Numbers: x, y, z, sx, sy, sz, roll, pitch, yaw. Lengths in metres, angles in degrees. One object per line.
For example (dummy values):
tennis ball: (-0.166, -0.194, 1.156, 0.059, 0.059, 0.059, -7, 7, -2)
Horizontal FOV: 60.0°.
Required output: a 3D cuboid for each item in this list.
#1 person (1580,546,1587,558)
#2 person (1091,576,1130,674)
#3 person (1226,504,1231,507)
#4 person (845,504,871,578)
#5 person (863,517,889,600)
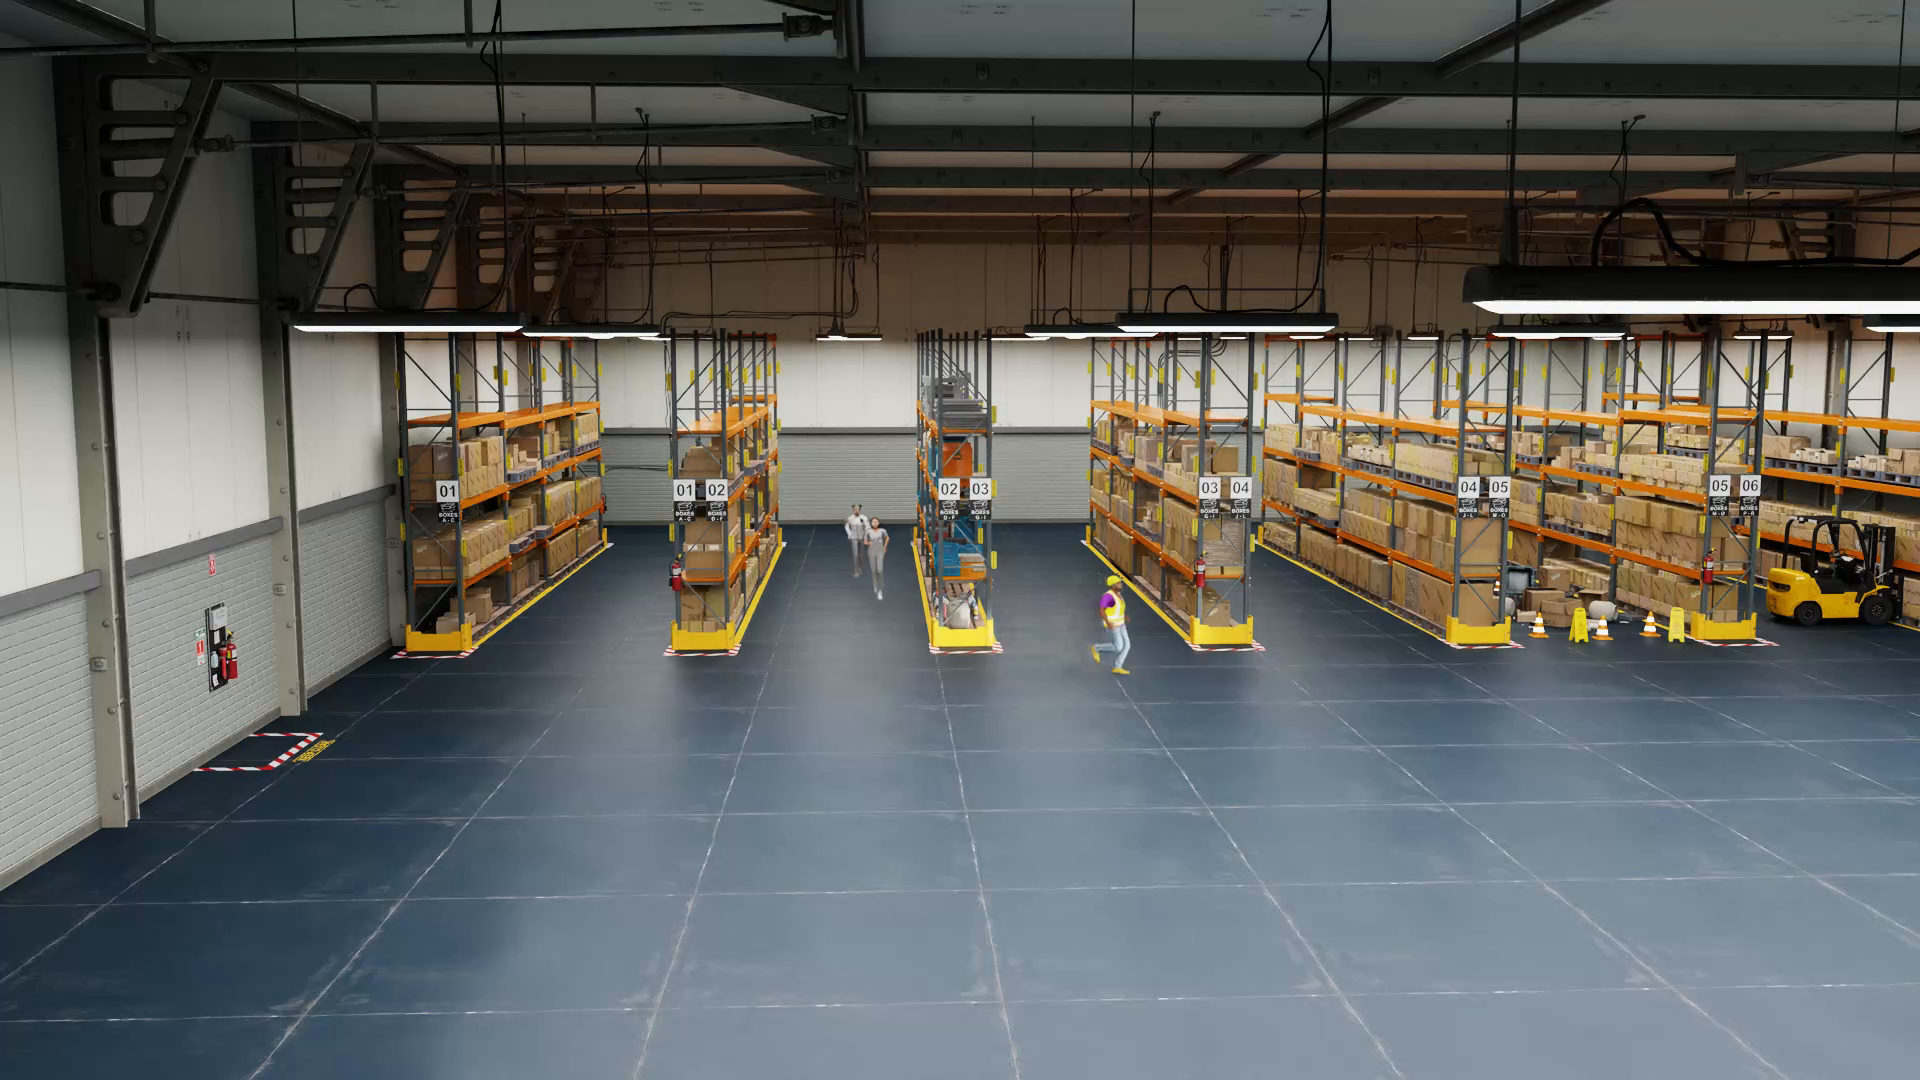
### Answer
person: (16.440, -0.321, 44.041, 0.710, 1.730, 0.780, -2, 7, -14)
person: (2.643, 1.472, 28.985, 0.658, 1.717, 0.721, 4, 8, 29)
person: (7.446, -0.744, 47.800, 0.714, 1.676, 0.889, 2, 7, 16)
person: (-2.379, -0.007, 38.940, 0.608, 1.720, 0.749, 0, 7, -3)
person: (-1.824, 0.381, 36.058, 0.546, 1.778, 0.730, 0, 7, 0)
